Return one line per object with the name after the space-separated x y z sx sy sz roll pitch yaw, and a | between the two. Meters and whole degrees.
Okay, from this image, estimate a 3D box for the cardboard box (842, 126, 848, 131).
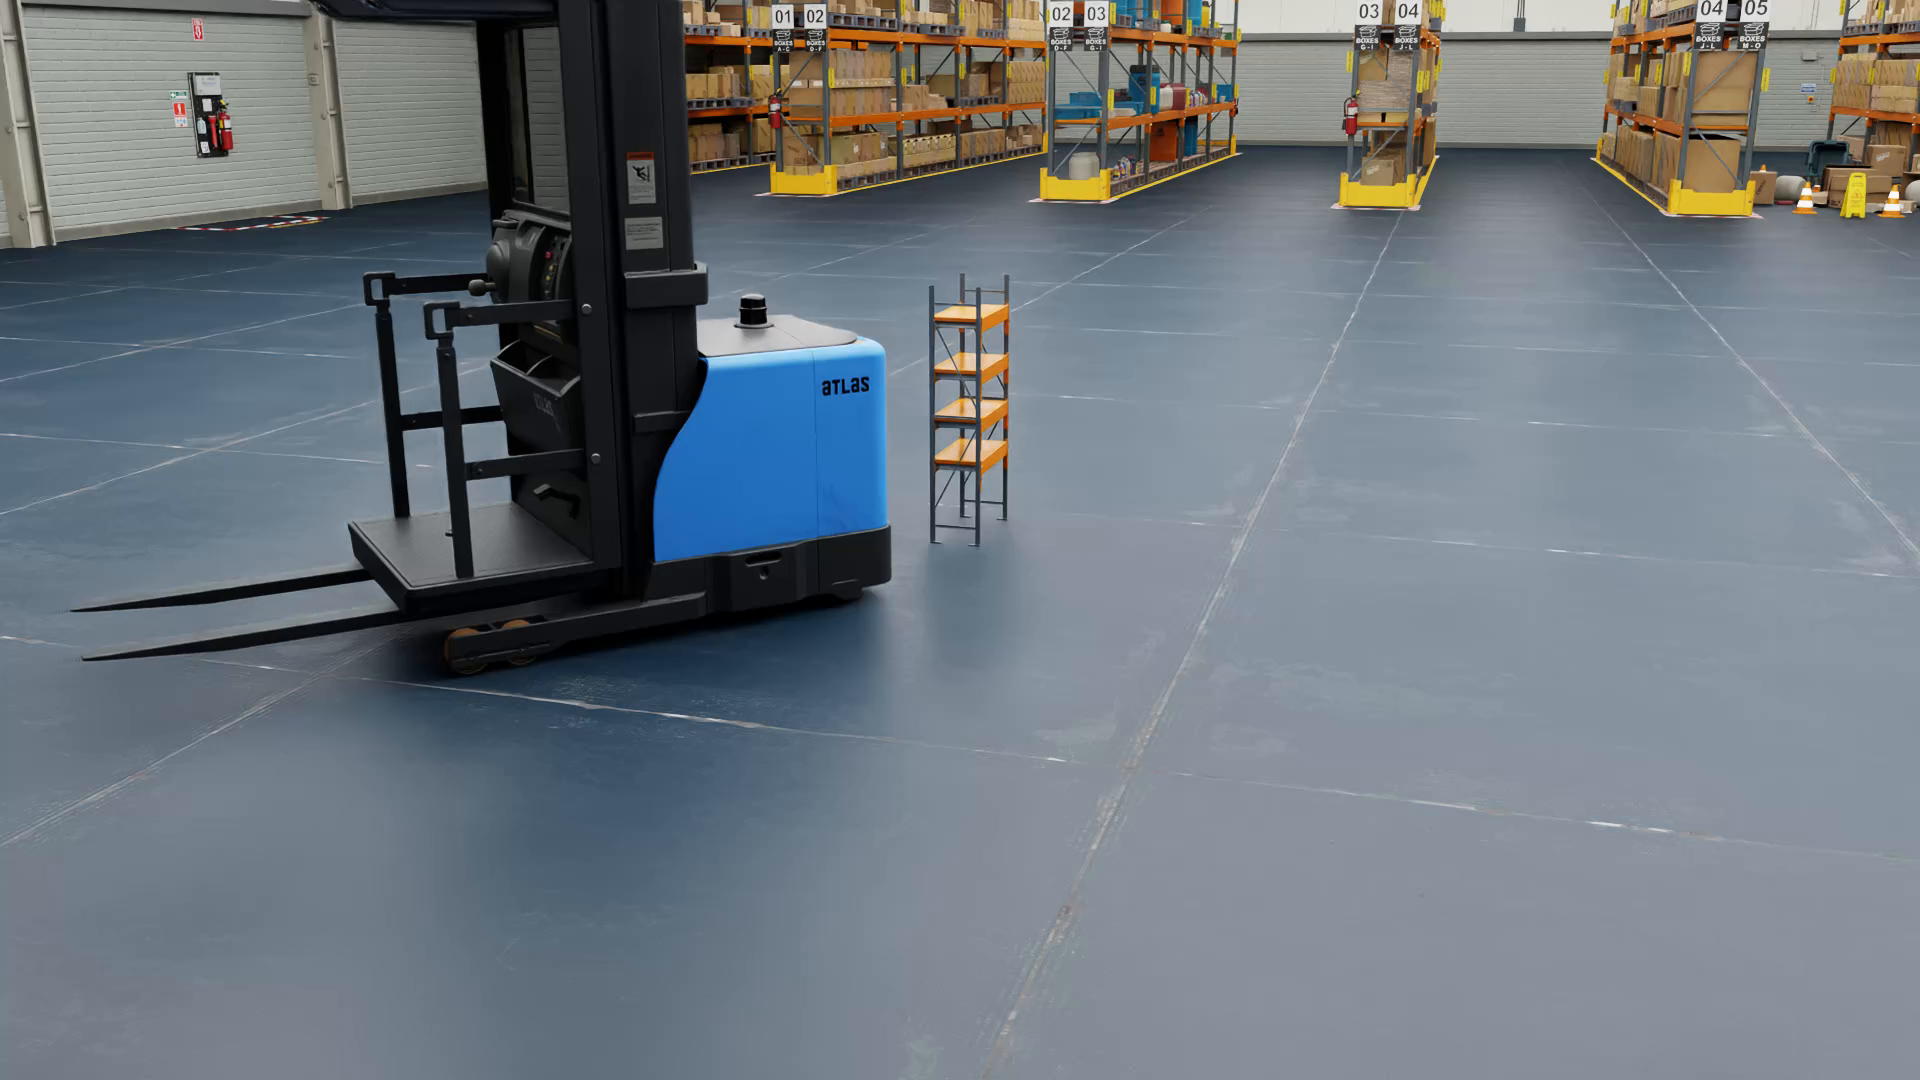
-3.360 -10.734 43.988 0.700 0.500 0.500 4 16 14 | cardboard box

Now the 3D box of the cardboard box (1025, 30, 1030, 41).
1.445 -12.630 41.637 0.500 0.250 0.500 5 16 16 | cardboard box

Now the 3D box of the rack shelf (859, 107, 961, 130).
-1.064 -8.843 34.826 1.077 0.370 4.000 5 16 16 | rack shelf

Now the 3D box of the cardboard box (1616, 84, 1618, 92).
14.240 -9.667 35.560 0.380 0.149 0.250 4 16 15 | cardboard box

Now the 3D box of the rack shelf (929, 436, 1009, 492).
0.047 -0.365 7.891 0.258 0.148 0.480 5 16 16 | rack shelf

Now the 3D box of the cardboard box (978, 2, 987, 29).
0.259 -12.197 38.701 0.600 0.600 0.600 4 16 15 | cardboard box

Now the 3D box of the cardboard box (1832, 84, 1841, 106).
20.364 -10.212 38.153 0.500 0.500 0.500 4 16 15 | cardboard box

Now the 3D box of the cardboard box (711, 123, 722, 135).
-5.623 -9.128 36.915 0.500 0.250 0.500 5 17 17 | cardboard box

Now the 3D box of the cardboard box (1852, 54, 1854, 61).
20.138 -10.761 37.066 0.380 0.149 0.250 5 17 16 | cardboard box

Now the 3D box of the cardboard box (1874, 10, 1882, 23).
19.514 -11.041 35.056 0.396 0.266 0.258 5 17 18 | cardboard box

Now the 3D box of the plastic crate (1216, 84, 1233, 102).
6.610 -11.364 42.221 0.616 0.435 0.499 5 16 16 | plastic crate

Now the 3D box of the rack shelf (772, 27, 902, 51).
-2.201 -9.239 30.727 1.077 0.370 4.000 5 16 16 | rack shelf

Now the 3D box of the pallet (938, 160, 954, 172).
-0.767 -8.158 36.205 1.003 0.211 1.213 5 16 16 | pallet

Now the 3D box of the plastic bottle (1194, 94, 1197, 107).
5.236 -9.862 37.330 0.152 0.276 0.135 5 16 16 | plastic bottle

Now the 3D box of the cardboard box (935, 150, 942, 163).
-0.700 -8.168 35.399 0.500 0.250 0.500 5 17 17 | cardboard box

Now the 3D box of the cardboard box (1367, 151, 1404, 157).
7.557 -6.644 29.567 0.500 0.500 0.500 11 19 33 | cardboard box

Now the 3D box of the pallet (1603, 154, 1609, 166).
15.366 -8.735 38.240 1.003 0.211 1.213 5 16 16 | pallet

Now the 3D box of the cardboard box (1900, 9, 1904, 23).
18.784 -10.350 32.803 0.396 0.266 0.258 6 17 20 | cardboard box

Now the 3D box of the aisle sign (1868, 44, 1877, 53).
21.094 -11.513 38.158 0.394 0.787 0.004 5 16 16 | aisle sign

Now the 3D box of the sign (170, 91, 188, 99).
-10.840 -6.175 23.066 0.001 0.109 0.331 5 16 16 | sign

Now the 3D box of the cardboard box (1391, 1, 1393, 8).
6.905 -8.771 27.303 0.380 0.149 0.250 5 17 17 | cardboard box

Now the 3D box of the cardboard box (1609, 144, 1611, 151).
14.774 -8.802 37.275 0.380 0.149 0.250 4 16 14 | cardboard box

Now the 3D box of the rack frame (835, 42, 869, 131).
-2.973 -12.188 45.303 1.000 3.000 0.127 5 16 16 | rack frame

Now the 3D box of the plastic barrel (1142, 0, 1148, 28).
3.424 -10.457 32.783 0.600 0.901 0.708 5 16 16 | plastic barrel

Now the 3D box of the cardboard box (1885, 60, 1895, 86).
18.976 -9.391 33.425 0.500 0.500 0.500 4 16 14 | cardboard box

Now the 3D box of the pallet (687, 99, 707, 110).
-6.026 -9.145 34.926 1.003 0.211 1.213 5 16 16 | pallet

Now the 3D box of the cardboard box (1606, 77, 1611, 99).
15.609 -10.720 39.398 0.500 0.500 0.500 5 17 19 | cardboard box

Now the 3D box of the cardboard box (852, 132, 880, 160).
-1.846 -7.506 31.691 0.500 0.500 0.500 5 16 16 | cardboard box

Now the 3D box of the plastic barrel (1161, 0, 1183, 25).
4.417 -11.327 35.213 0.600 0.830 0.708 5 16 16 | plastic barrel

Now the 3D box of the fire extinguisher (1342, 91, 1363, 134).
6.253 -6.818 26.513 0.296 0.674 0.183 5 16 16 | fire extinguisher

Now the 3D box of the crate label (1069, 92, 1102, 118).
2.243 -7.753 29.603 0.502 0.435 0.616 5 16 16 | crate label

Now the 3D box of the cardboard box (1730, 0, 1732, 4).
12.146 -8.340 25.747 0.380 0.149 0.250 5 16 16 | cardboard box

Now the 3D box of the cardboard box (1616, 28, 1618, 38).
15.341 -11.625 38.095 0.500 0.250 0.500 4 16 14 | cardboard box

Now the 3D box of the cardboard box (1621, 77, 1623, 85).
13.945 -9.540 34.567 0.380 0.149 0.250 5 17 18 | cardboard box

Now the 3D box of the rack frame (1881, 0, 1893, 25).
19.639 -12.107 34.023 1.000 3.000 0.127 5 16 16 | rack frame

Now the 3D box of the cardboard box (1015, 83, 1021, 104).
1.190 -11.053 41.118 0.500 0.500 0.500 5 17 17 | cardboard box

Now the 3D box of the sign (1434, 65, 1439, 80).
10.661 -10.469 37.264 0.100 0.325 0.005 5 16 16 | sign

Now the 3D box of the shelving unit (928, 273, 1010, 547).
0.047 -0.621 7.818 0.258 1.200 0.503 5 16 16 | shelving unit

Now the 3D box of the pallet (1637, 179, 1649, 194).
12.738 -6.351 29.835 1.003 0.211 1.213 5 16 16 | pallet

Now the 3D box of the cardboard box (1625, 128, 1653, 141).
13.804 -8.224 33.765 0.500 0.250 0.500 5 17 17 | cardboard box

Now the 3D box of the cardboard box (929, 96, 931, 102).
-0.936 -9.450 35.813 0.500 0.311 0.500 4 16 15 | cardboard box

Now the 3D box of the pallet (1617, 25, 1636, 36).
14.587 -10.778 35.177 1.213 0.211 1.003 5 16 16 | pallet

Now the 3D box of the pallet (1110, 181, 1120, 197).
2.191 -6.128 29.047 1.003 0.211 1.213 5 16 16 | pallet

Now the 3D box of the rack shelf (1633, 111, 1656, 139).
13.159 -7.662 30.665 1.077 0.370 4.000 5 16 16 | rack shelf

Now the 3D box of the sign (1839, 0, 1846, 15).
20.246 -12.214 38.149 0.100 0.325 0.005 5 16 16 | sign

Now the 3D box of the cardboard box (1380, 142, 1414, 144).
8.685 -7.629 33.003 0.700 0.500 0.500 3 16 11 | cardboard box

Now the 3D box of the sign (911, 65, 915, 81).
-1.019 -10.270 36.565 0.100 0.325 0.005 5 16 16 | sign

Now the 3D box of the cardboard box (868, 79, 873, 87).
-1.867 -8.606 31.301 0.380 0.149 0.250 5 17 17 | cardboard box

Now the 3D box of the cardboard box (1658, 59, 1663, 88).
13.015 -8.412 29.973 0.700 0.500 0.500 5 17 16 | cardboard box

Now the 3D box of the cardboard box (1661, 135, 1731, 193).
11.832 -6.031 26.721 0.875 0.875 0.875 4 16 15 | cardboard box

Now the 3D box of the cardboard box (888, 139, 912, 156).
-1.276 -7.903 33.438 0.500 0.311 0.500 5 16 16 | cardboard box

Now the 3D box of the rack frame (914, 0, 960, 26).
-0.496 -12.598 35.754 1.000 3.000 0.127 5 16 16 | rack frame

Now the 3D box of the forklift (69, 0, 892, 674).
-1.819 -1.082 6.272 3.031 2.935 1.130 -9 18 -29 | forklift

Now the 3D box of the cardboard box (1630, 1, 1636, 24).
14.651 -11.181 35.302 0.700 0.500 0.500 5 16 16 | cardboard box
